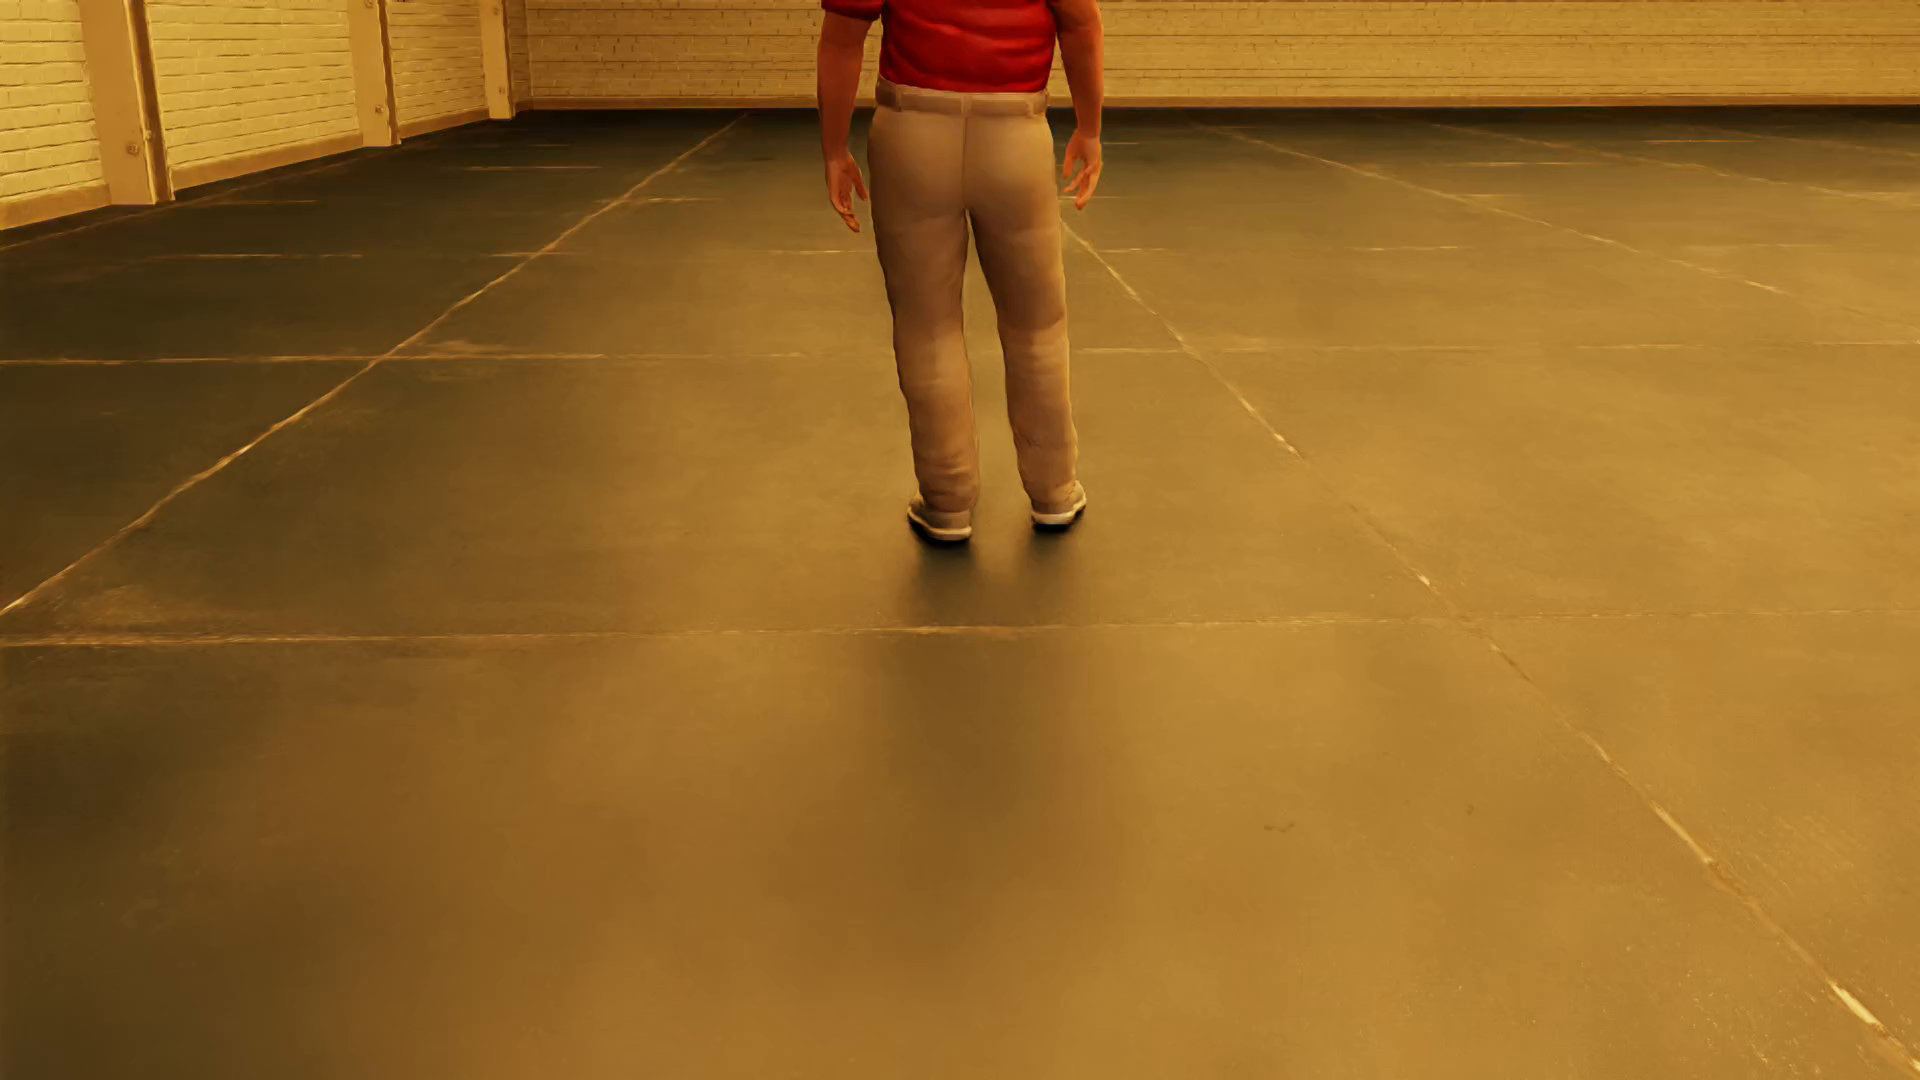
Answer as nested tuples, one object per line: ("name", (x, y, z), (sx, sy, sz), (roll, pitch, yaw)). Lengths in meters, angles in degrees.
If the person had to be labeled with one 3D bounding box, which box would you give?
("person", (0.007, -0.860, 3.749), (0.640, 1.727, 0.550), (-1, 17, -3))
